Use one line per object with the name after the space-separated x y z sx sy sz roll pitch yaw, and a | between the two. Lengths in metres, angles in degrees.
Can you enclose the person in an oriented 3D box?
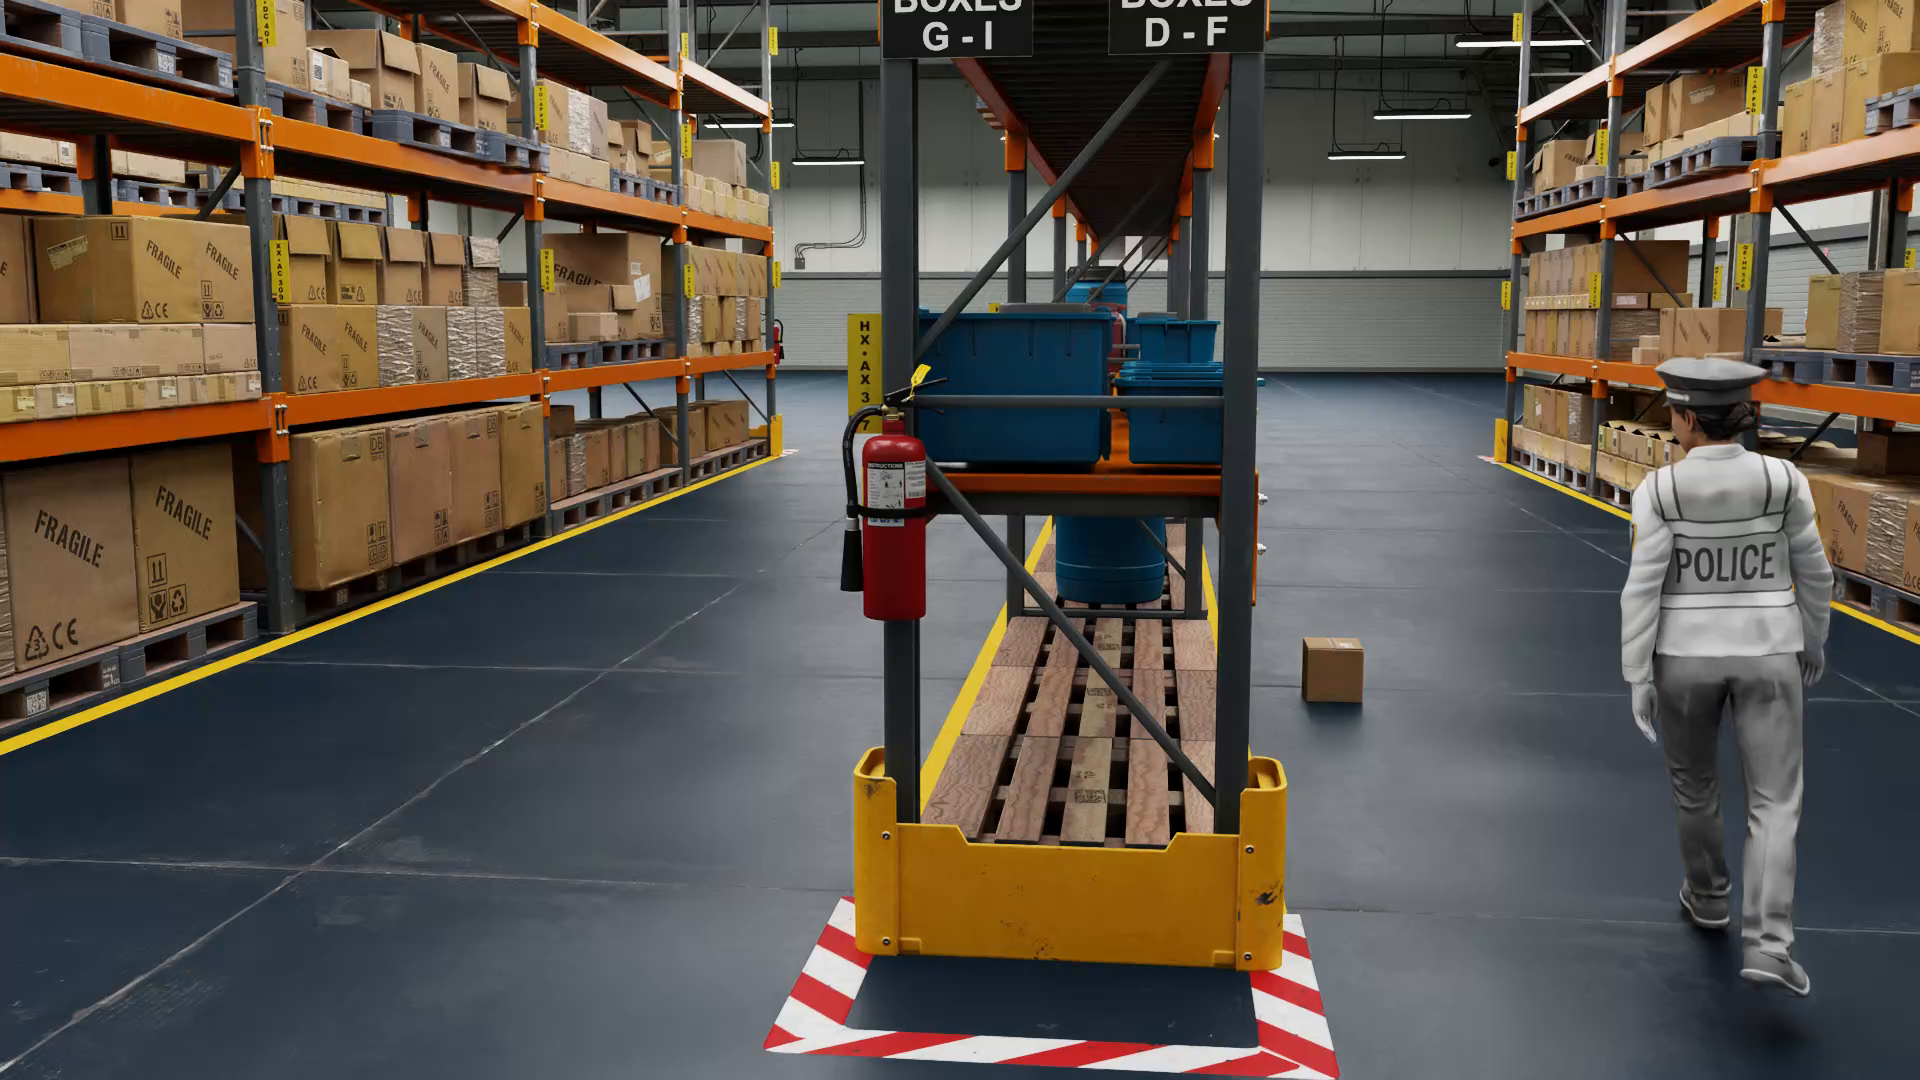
2.017 0.324 4.397 0.515 1.605 0.967 3 8 23 | person
